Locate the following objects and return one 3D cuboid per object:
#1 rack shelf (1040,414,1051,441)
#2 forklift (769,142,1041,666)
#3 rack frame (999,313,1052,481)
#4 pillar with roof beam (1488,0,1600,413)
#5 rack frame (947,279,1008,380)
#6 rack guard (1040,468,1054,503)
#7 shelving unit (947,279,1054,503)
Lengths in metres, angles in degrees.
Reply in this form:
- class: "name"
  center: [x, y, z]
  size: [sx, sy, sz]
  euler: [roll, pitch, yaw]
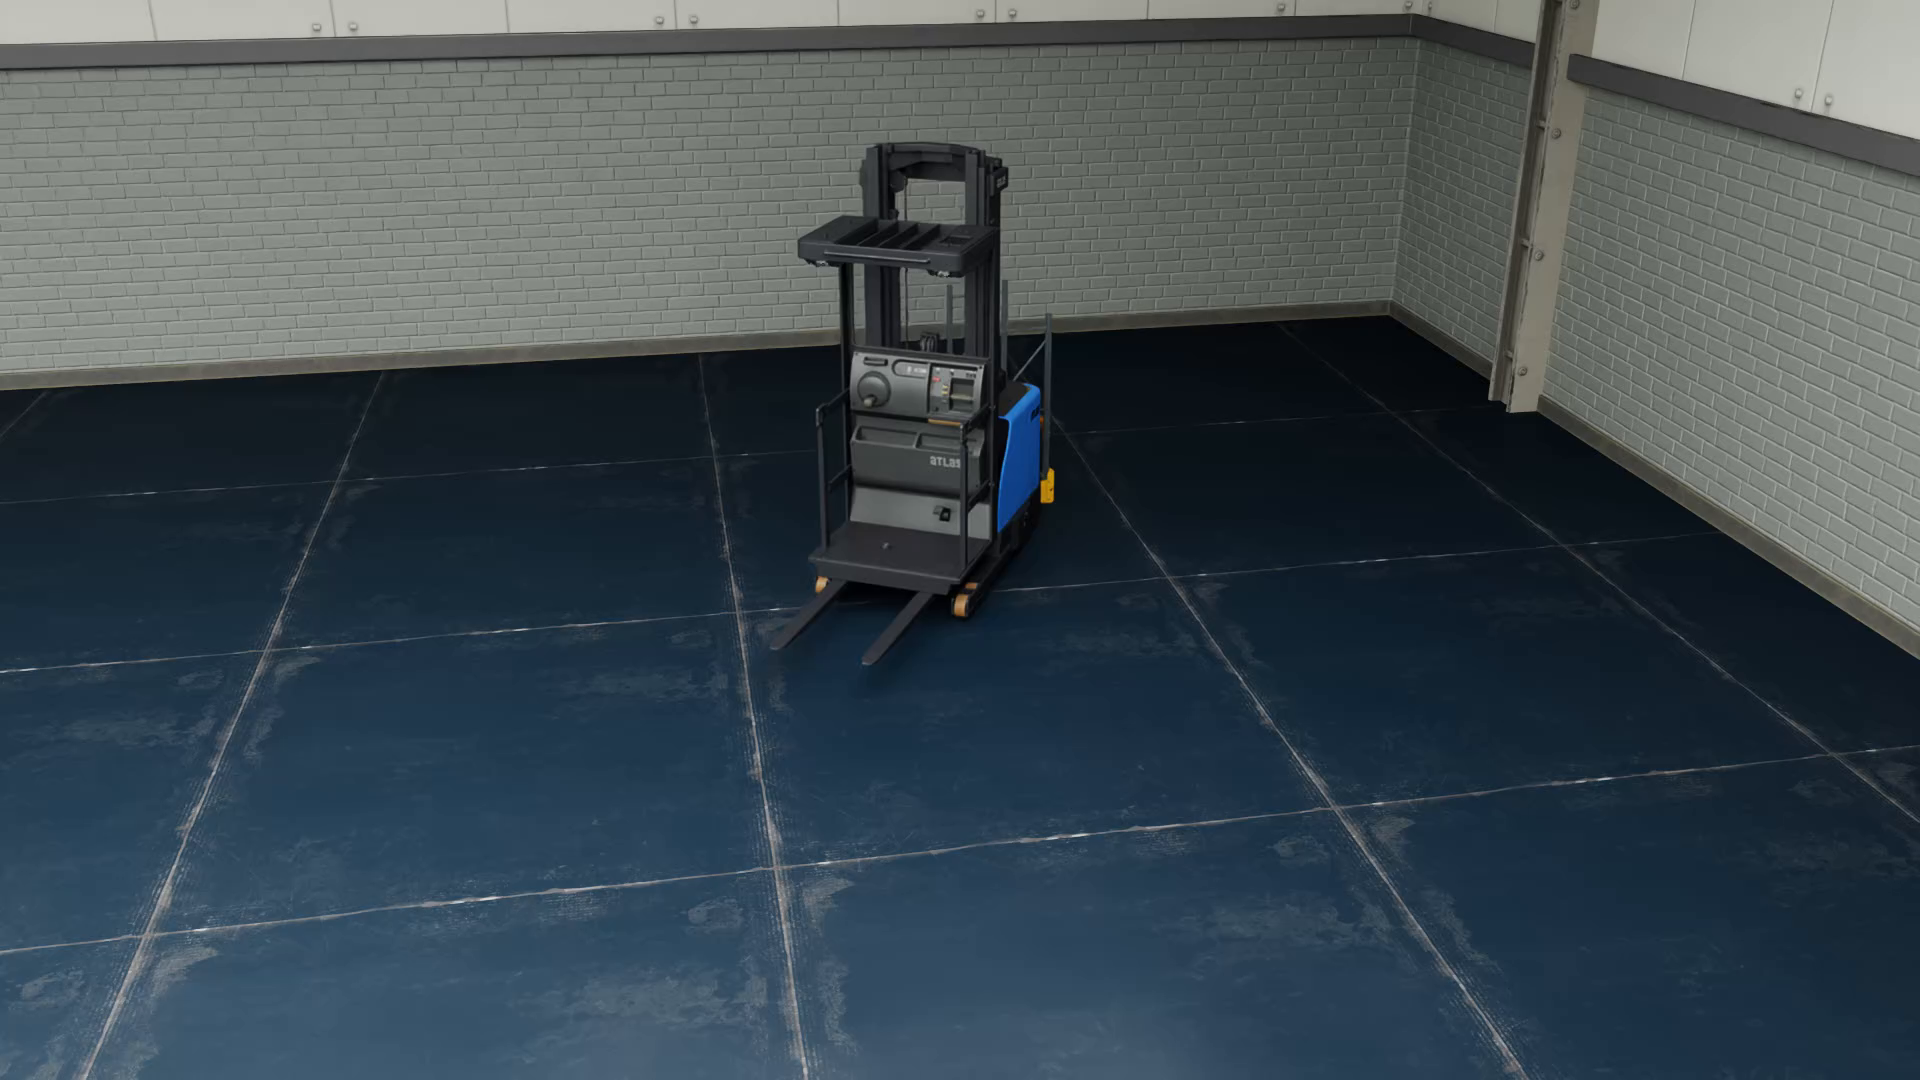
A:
- class: "rack shelf"
  center: [0.291, -0.998, 13.110]
  size: [0.538, 0.185, 1.000]
  euler: [-7, 25, -16]
- class: "forklift"
  center: [-0.356, -1.006, 10.891]
  size: [1.130, 2.935, 3.031]
  euler: [8, 25, 17]
- class: "rack frame"
  center: [0.443, -0.969, 12.594]
  size: [0.500, 1.500, 0.032]
  euler: [-7, 25, -16]
- class: "pillar with roof beam"
  center: [0.783, -5.032, 12.527]
  size: [9.100, 9.000, 0.400]
  euler: [-4, 24, -10]
- class: "rack frame"
  center: [0.140, -1.357, 13.483]
  size: [0.500, 1.500, 0.032]
  euler: [-7, 25, -16]
- class: "rack guard"
  center: [0.443, -0.396, 12.845]
  size: [0.587, 0.250, 0.087]
  euler: [-7, 25, -16]
- class: "shelving unit"
  center: [0.294, -1.159, 13.031]
  size: [0.587, 1.500, 1.083]
  euler: [-7, 25, -16]
